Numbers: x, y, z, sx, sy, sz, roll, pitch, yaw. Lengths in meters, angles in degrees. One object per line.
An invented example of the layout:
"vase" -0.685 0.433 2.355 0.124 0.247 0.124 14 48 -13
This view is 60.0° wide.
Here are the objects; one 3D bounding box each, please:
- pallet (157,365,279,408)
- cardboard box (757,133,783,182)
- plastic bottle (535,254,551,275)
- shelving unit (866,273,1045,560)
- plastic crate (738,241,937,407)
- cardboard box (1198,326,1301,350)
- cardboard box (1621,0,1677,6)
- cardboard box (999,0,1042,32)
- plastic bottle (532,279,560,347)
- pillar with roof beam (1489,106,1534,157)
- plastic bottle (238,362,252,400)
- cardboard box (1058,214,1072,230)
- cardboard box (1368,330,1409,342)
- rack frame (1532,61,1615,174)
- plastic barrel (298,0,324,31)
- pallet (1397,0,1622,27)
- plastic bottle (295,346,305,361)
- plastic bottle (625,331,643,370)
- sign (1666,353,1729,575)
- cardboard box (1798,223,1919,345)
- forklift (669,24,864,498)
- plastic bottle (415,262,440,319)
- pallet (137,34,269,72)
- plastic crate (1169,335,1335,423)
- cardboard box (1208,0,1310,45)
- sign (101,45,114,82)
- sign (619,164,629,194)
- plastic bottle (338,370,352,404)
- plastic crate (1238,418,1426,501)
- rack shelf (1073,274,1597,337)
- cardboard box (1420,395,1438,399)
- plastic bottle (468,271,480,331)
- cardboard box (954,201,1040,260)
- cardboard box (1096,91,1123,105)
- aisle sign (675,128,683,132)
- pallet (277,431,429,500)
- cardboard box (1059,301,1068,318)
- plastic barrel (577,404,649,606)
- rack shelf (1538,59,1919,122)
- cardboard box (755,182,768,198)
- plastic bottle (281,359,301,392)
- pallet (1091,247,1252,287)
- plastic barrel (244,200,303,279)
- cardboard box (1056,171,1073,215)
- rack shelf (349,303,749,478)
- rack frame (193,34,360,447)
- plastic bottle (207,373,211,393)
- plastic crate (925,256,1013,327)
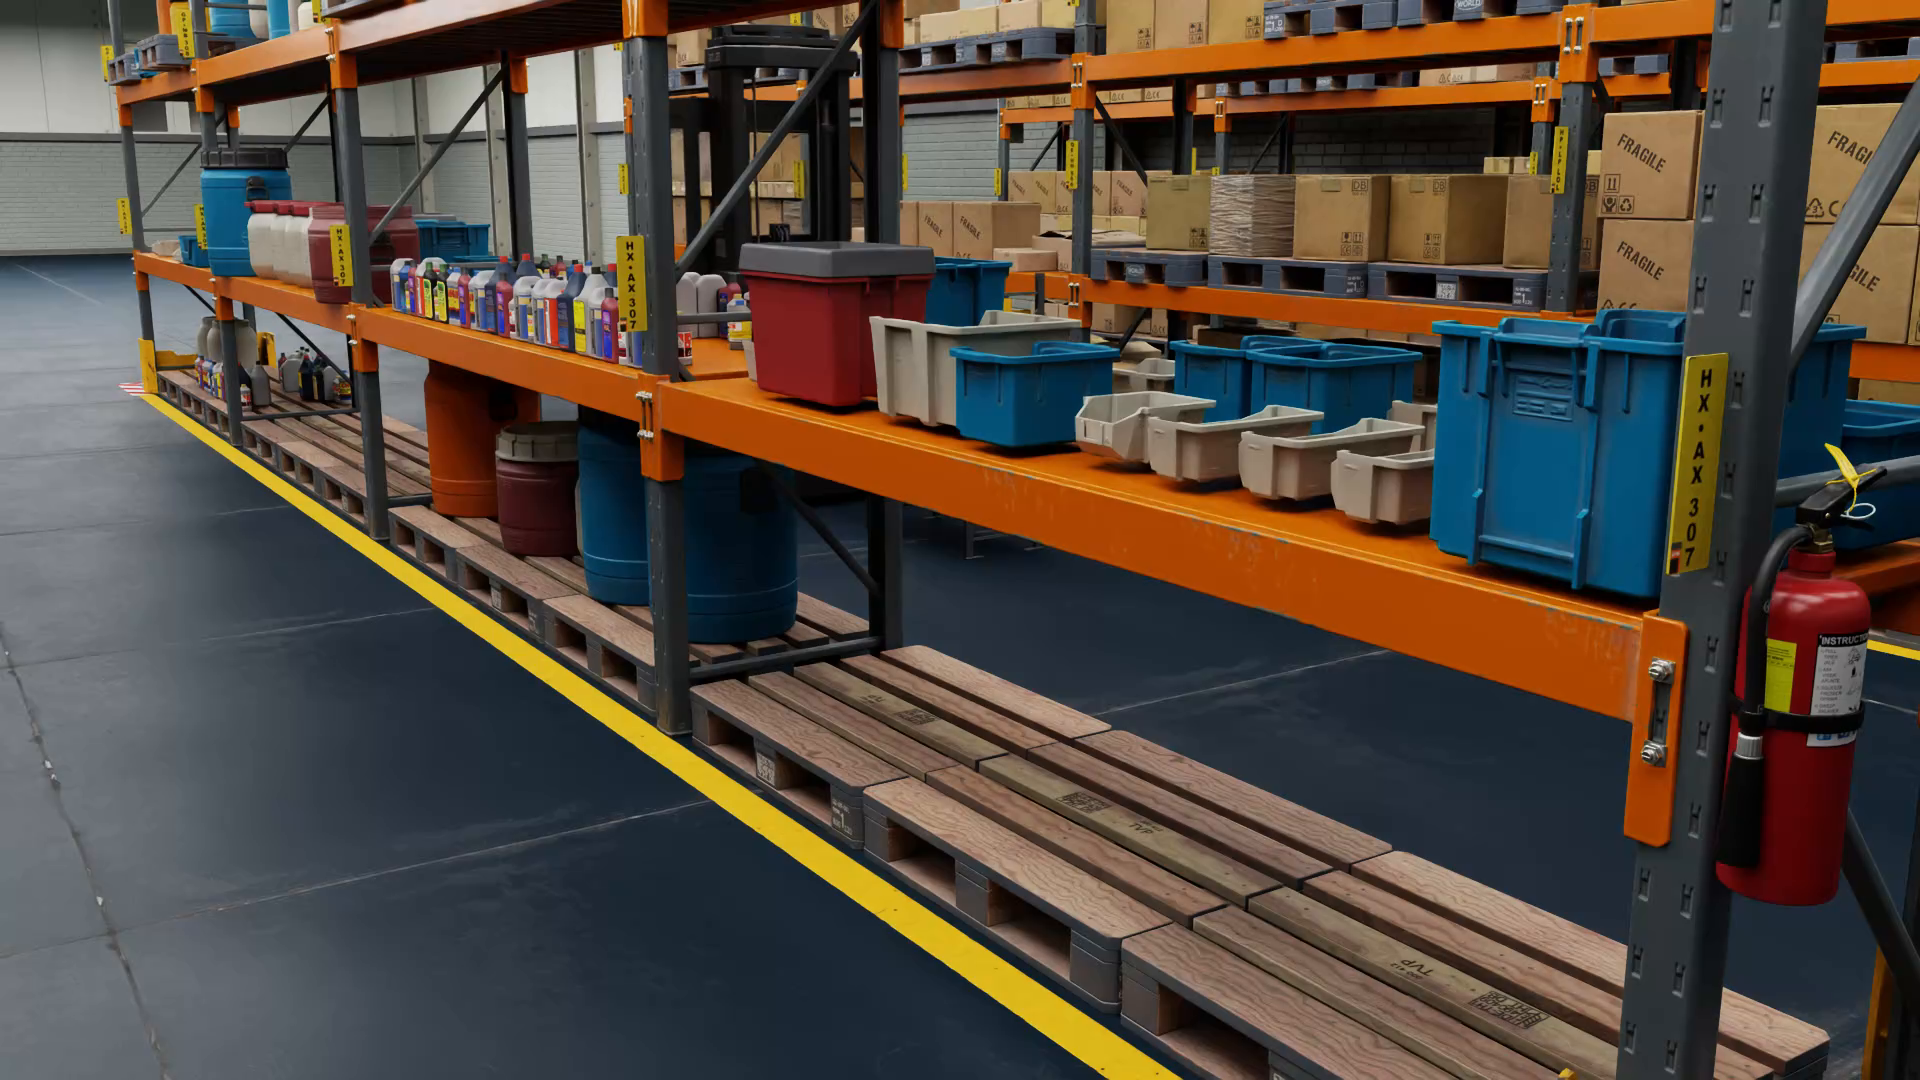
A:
"pallet" -6.793 -1.431 15.409 1.003 0.211 1.213 -8 15 -33
"cardboard box" -1.510 -3.671 15.855 0.700 0.500 0.500 -8 15 -33
"plastic bottle" -2.308 -1.445 9.220 0.061 0.283 0.133 -8 15 -33
"shelving unit" -0.047 -0.748 9.271 0.538 1.500 1.048 -8 15 -33
"plastic crate" -0.386 -0.684 5.177 0.402 0.464 0.583 -8 15 -33
"cardboard box" 1.986 -1.321 11.446 0.500 0.250 0.500 -7 14 -31
"cardboard box" 3.518 -2.674 7.896 0.500 0.250 0.500 -8 15 -33
"cardboard box" 0.634 -3.871 12.389 0.500 0.250 0.500 -8 14 -31
"plastic bottle" -1.715 -0.962 7.028 0.152 0.276 0.135 -8 15 -33
"pillar with roof beam" 1.776 -5.450 13.222 9.100 9.000 0.400 -8 15 -33
"plastic bottle" -5.701 -1.236 13.162 0.144 0.351 0.185 -9 15 -34
"cardboard box" 1.510 -3.749 19.787 0.500 0.250 0.500 -8 15 -34
"cardboard box" 4.430 -2.002 16.315 0.700 0.500 0.500 -8 15 -33
"rack frame" 5.360 -2.696 14.667 1.000 3.000 0.127 -8 15 -33
"plastic barrel" -3.787 -3.119 9.907 0.301 0.262 0.301 0 12 0
"pallet" 3.151 -2.895 8.998 1.213 0.211 1.003 -8 15 -33
"plastic bottle" -5.649 -1.490 14.326 0.144 0.351 0.185 -7 14 -30
"plastic bottle" -1.159 -0.783 6.211 0.152 0.276 0.135 -8 15 -33
"sign" 1.096 -0.112 2.471 0.100 0.325 0.005 -8 15 -33
"cardboard box" 4.071 -1.143 7.335 0.500 0.500 0.500 -8 15 -33
"forklift" -1.432 -1.937 11.361 1.130 2.935 3.031 -7 14 -30
"plastic bottle" -2.661 -1.265 8.415 0.152 0.276 0.135 -8 15 -33
"pallet" -5.585 -3.724 12.792 1.213 0.211 1.003 -8 15 -33
"plastic crate" 0.786 -0.418 4.504 0.416 0.233 0.300 -8 15 -33
"cardboard box" 2.078 -3.366 10.478 0.910 0.500 0.500 -8 15 -33
"sign" -7.780 -4.351 15.196 0.100 0.325 0.005 -8 15 -33
"sign" -3.660 -3.928 18.093 0.100 0.325 0.005 -8 15 -33
"plastic bottle" -4.916 -1.225 13.299 0.097 0.271 0.097 0 12 0
"plastic crate" 0.794 -0.178 3.630 0.396 0.136 0.243 -8 15 -33
"rack shelf" 2.346 -1.402 10.434 1.077 0.370 4.000 -8 15 -33
"cardboard box" 3.084 -0.600 9.903 0.500 0.500 0.500 -8 15 -32
"plastic bottle" -2.236 -1.116 7.744 0.097 0.271 0.097 0 12 0
"cardboard box" 0.295 -2.454 13.328 0.500 0.500 0.500 -9 15 -36
"cardboard box" 1.778 -5.269 19.133 0.500 0.500 0.500 -7 14 -29
"aisle sign" -2.986 -4.848 18.424 0.394 0.787 0.004 -8 15 -33
"pallet" -3.956 -0.520 11.245 1.003 0.211 1.213 -8 15 -33
"cardboard box" 1.552 -2.785 20.339 0.500 0.311 0.500 -7 14 -28
"plastic barrel" -1.351 -0.216 7.259 0.600 0.901 0.708 -8 15 -33
"rack shelf" 6.468 -3.454 12.797 1.077 0.370 4.000 -8 15 -33
"cardboard box" -1.736 -3.346 15.888 0.380 0.149 0.250 -8 15 -33
"plastic bottle" -5.655 -1.399 14.082 0.152 0.276 0.135 -8 15 -33
"pallet" 1.672 -1.903 11.490 1.213 0.211 1.003 -8 15 -33
"plastic barrel" -4.756 -2.105 11.647 0.433 0.535 0.433 0 12 0
"cardboard box" 1.488 -4.119 19.725 0.500 0.500 0.500 -9 15 -35
"rack shelf" -1.780 -0.816 7.756 1.077 0.370 4.000 -8 15 -33
"rack frame" -5.104 -2.234 12.558 1.000 3.000 0.127 -8 15 -33
"plastic bottle" -6.275 -1.338 13.979 0.097 0.201 0.097 0 12 0
"plastic crate" -0.129 -0.791 5.852 0.392 0.384 0.575 -8 15 -33
